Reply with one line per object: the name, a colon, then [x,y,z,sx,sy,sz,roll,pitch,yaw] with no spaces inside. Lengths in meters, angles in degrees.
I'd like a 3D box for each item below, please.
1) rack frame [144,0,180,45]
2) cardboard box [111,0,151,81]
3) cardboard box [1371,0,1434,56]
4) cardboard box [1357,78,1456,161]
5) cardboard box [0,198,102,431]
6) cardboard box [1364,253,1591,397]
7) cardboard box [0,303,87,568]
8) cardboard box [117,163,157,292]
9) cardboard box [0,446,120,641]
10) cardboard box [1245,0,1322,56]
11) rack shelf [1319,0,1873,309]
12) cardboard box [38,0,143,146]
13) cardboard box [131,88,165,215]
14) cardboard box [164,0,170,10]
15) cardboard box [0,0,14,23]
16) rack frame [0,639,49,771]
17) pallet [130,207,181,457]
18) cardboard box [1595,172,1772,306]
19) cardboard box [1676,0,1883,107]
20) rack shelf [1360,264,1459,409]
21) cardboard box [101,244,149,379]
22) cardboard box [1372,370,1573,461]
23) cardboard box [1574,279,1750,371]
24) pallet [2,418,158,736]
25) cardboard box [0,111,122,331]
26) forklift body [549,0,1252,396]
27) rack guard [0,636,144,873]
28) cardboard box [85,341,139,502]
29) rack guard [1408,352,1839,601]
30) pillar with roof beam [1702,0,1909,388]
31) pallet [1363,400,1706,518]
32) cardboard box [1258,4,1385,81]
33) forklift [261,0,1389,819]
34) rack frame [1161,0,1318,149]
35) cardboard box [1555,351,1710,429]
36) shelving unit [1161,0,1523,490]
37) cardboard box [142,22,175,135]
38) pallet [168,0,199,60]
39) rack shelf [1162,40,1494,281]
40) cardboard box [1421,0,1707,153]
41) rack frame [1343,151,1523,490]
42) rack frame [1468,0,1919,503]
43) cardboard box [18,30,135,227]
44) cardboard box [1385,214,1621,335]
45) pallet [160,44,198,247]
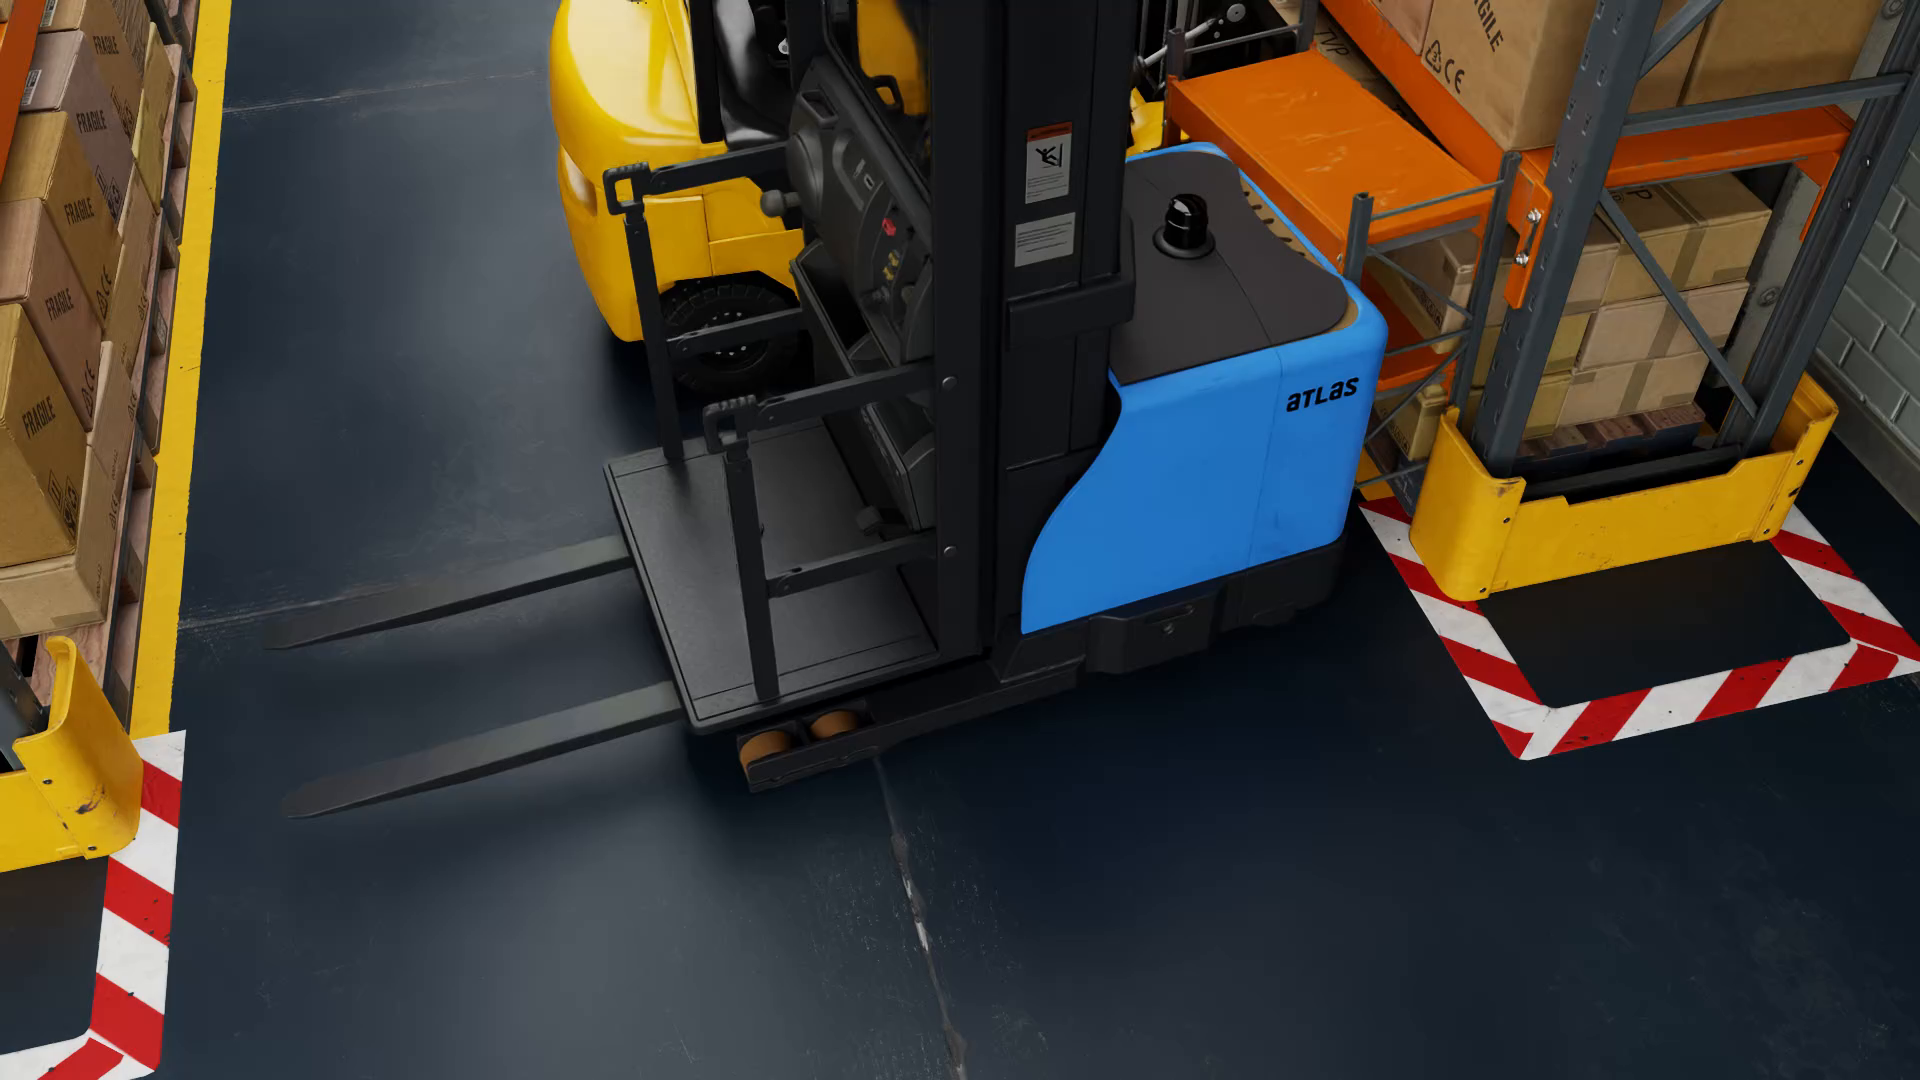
rack frame: [-3.815,-2.946,6.037,1.000,3.000,0.127,-11,47,-10]
cardboard box: [-3.404,-2.033,6.249,0.500,0.500,0.500,-11,47,-11]
cardboard box: [1.503,-1.781,4.825,0.500,0.500,0.500,-9,46,-9]
cardboard box: [1.450,-1.241,5.297,0.500,0.250,0.500,-10,46,-10]
cardboard box: [-2.875,-0.615,4.859,0.500,0.500,0.500,-12,47,-12]
cardboard box: [1.579,-0.733,5.149,0.500,0.250,0.500,-11,47,-11]
cardboard box: [-2.737,-0.255,4.506,0.500,0.500,0.500,-12,47,-12]
cardboard box: [-3.132,-1.054,5.814,0.500,0.250,0.500,-10,46,-10]
cardboard box: [-2.730,0.024,4.758,0.500,0.250,0.500,-11,47,-11]
cardboard box: [1.189,-1.939,5.981,0.500,0.250,0.500,-12,47,-11]
rack shelf: [1.494,-2.223,5.832,1.077,0.370,4.000,-11,47,-10]
cardboard box: [-3.272,-1.683,5.905,0.500,0.500,0.500,-10,46,-10]
cardboard box: [-3.258,-1.406,6.158,0.500,0.250,0.500,-12,47,-11]
cardboard box: [-3.952,-2.535,7.180,0.950,0.372,0.625,-10,46,-10]
cardboard box: [-3.037,-1.638,4.931,0.380,0.149,0.250,-10,46,-10]
rack frame: [-2.791,-0.184,3.330,1.000,3.000,0.127,-11,47,-10]
pallet: [-3.293,-0.669,5.758,1.003,0.211,1.213,-11,47,-10]
cardboard box: [2.066,-0.995,5.056,0.500,0.250,0.500,-11,47,-11]
cardboard box: [2.148,-1.522,4.571,0.500,0.500,0.500,-9,46,-9]
rack shelf: [1.077,-0.680,5.228,0.538,0.278,1.000,-17,45,-15]
cardboard box: [-3.006,-0.704,5.471,0.500,0.250,0.500,-8,46,-8]
cardboard box: [1.581,-0.546,5.316,0.500,0.250,0.500,-10,46,-10]
cardboard box: [2.087,-0.817,5.231,0.500,0.250,0.500,-10,46,-10]
pallet: [-2.984,0.172,4.934,1.003,0.211,1.213,-11,47,-10]
cardboard box: [-2.995,-0.963,5.200,0.500,0.500,0.500,-10,46,-10]
forklift body: [-0.243,-1.773,5.482,2.313,2.155,1.214,-11,47,-10]
rack guard: [-2.811,0.638,4.274,1.175,0.500,0.348,-11,47,-10]
cardboard box: [-2.854,-0.330,5.104,0.500,0.250,0.500,-9,46,-9]
rack guard: [2.012,-0.203,5.099,1.175,0.500,0.348,-11,47,-10]
pillar with roof beam: [-1.462,-3.053,1.941,9.100,9.000,0.400,-11,47,-10]
pallet: [1.770,-0.639,5.728,1.003,0.211,1.213,-11,47,-10]
cardboard box: [1.312,-1.588,5.637,0.500,0.250,0.500,-10,46,-10]
forklift: [-0.436,-0.773,3.955,3.031,2.935,1.130,-15,48,-15]
rack frame: [0.875,-1.175,5.406,0.500,1.125,0.032,-17,45,-15]
cardboard box: [2.070,-0.654,5.422,0.500,0.250,0.500,-11,47,-10]
shelving unit: [1.070,-0.858,5.060,0.538,1.125,1.048,-17,45,-15]
cardboard box: [-3.404,-1.771,6.517,0.500,0.250,0.500,-9,46,-9]
pallet: [-4.016,-2.507,7.559,1.003,0.211,1.213,-11,47,-10]
rack shelf: [1.061,-1.071,4.860,0.538,0.278,1.000,-17,45,-15]
cardboard box: [1.626,-1.421,4.472,0.500,0.500,0.500,-12,47,-11]
rack frame: [1.265,-0.540,4.714,0.500,1.125,0.032,-17,45,-15]
rack frame: [2.006,-1.094,4.222,1.000,3.000,0.127,-11,47,-10]
cardboard box: [-3.141,-1.331,5.560,0.500,0.500,0.500,-8,46,-8]
cardboard box: [1.587,-0.890,4.953,0.500,0.250,0.500,-9,46,-9]
pallet: [-3.609,-1.513,6.585,1.003,0.211,1.213,-11,47,-10]
